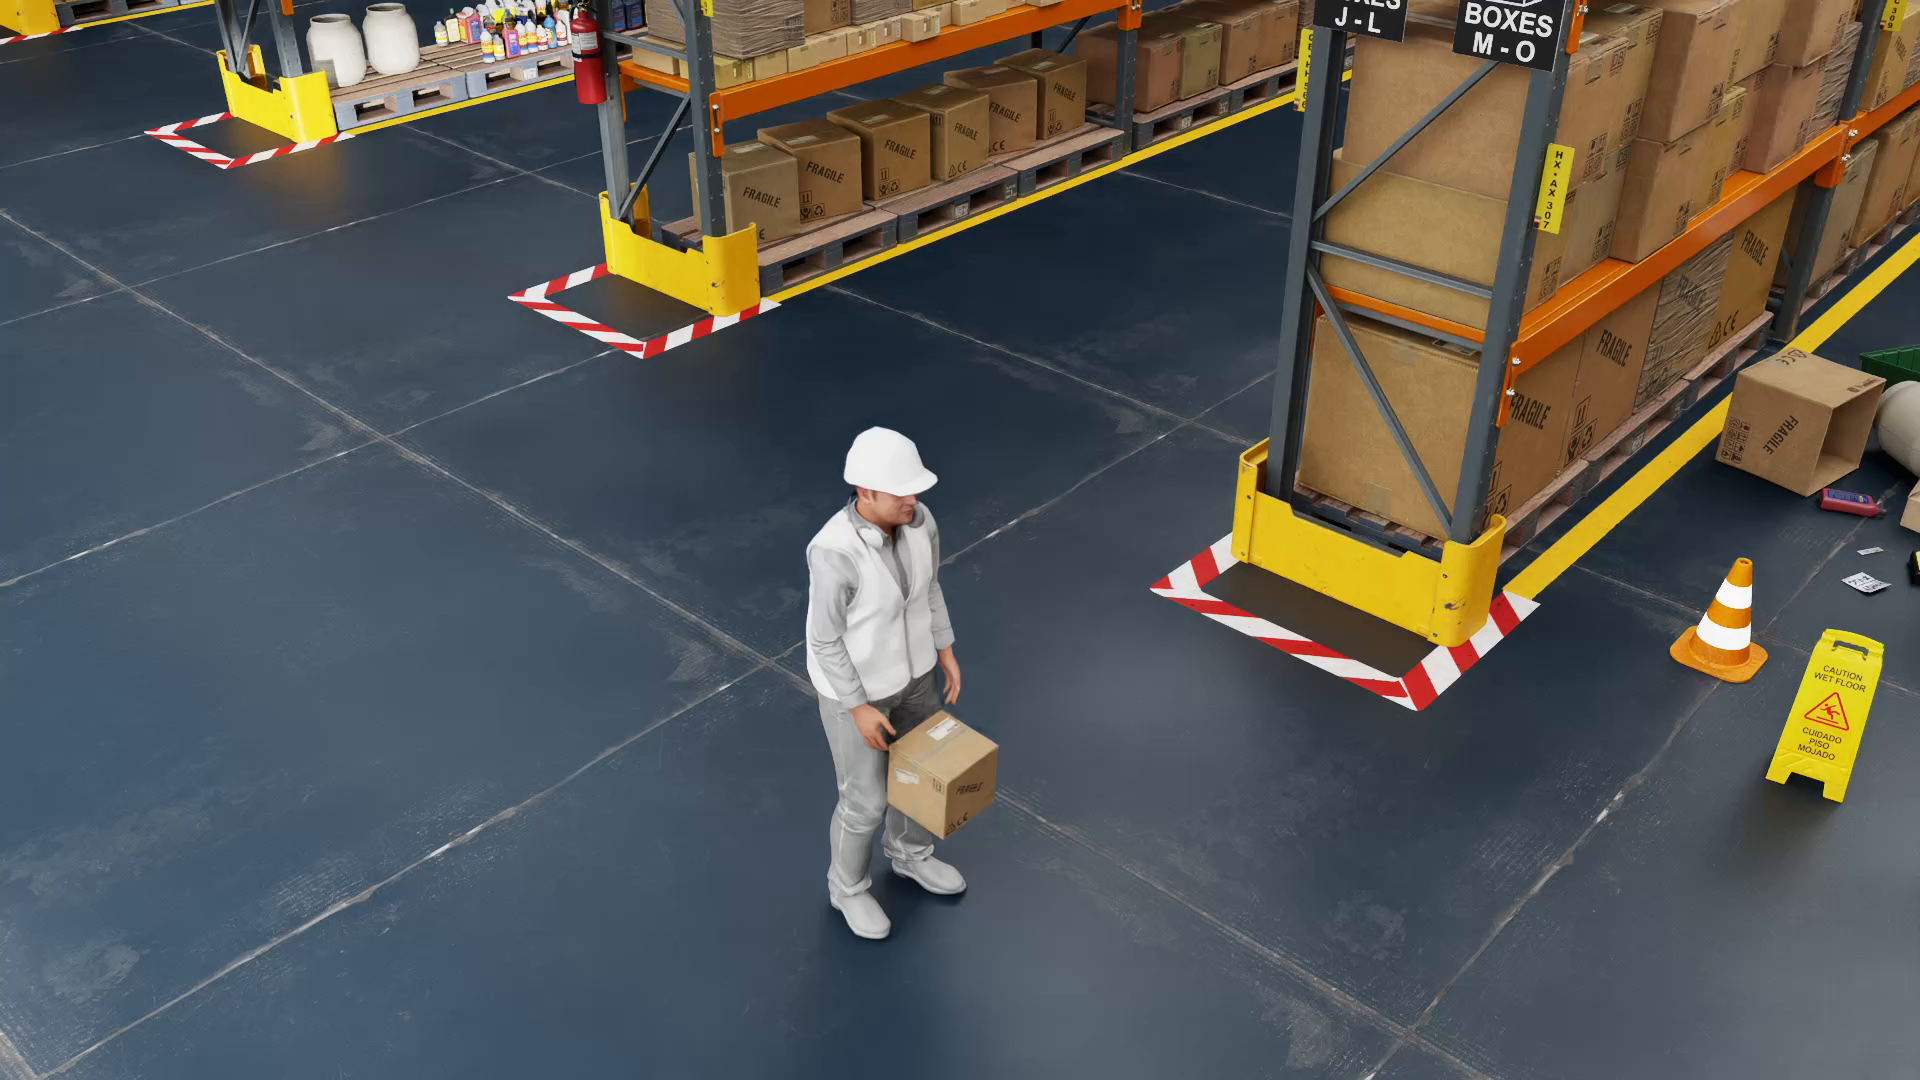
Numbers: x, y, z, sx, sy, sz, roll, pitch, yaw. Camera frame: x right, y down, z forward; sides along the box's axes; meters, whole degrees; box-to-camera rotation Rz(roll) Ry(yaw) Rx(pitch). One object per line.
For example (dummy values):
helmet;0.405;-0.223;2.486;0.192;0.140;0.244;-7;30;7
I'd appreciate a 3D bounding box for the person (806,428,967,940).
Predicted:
person;-0.242;0.441;5.374;0.473;1.775;0.561;24;38;34
